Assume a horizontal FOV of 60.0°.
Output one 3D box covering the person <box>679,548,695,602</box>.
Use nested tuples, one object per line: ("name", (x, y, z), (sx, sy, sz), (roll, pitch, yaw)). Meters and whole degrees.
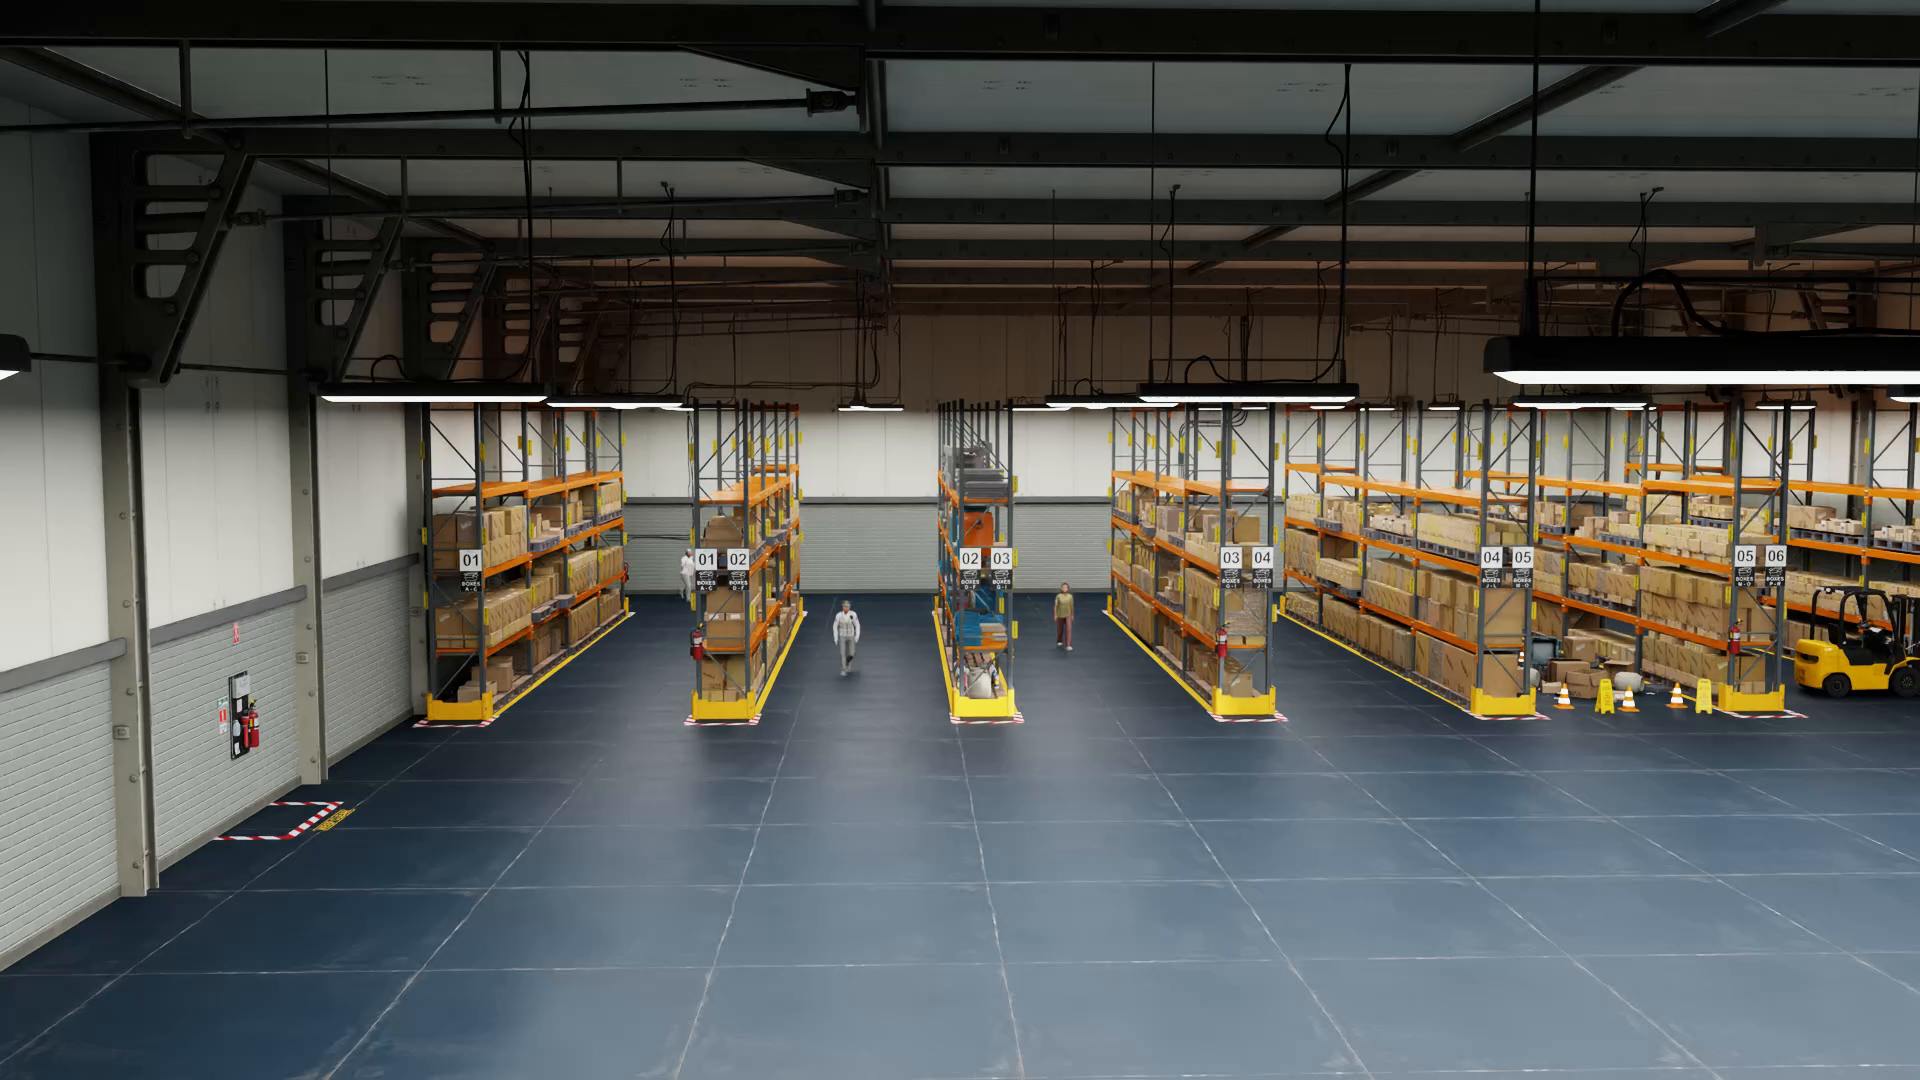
("person", (-8.327, 1.052, 50.650), (0.807, 1.625, 0.493), (3, 5, 37))

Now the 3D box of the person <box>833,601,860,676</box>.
("person", (-2.497, 2.134, 36.548), (0.583, 1.660, 0.535), (0, 4, -5))

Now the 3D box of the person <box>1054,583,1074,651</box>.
("person", (2.529, 1.845, 40.317), (0.523, 1.610, 1.082), (0, 4, -5))
